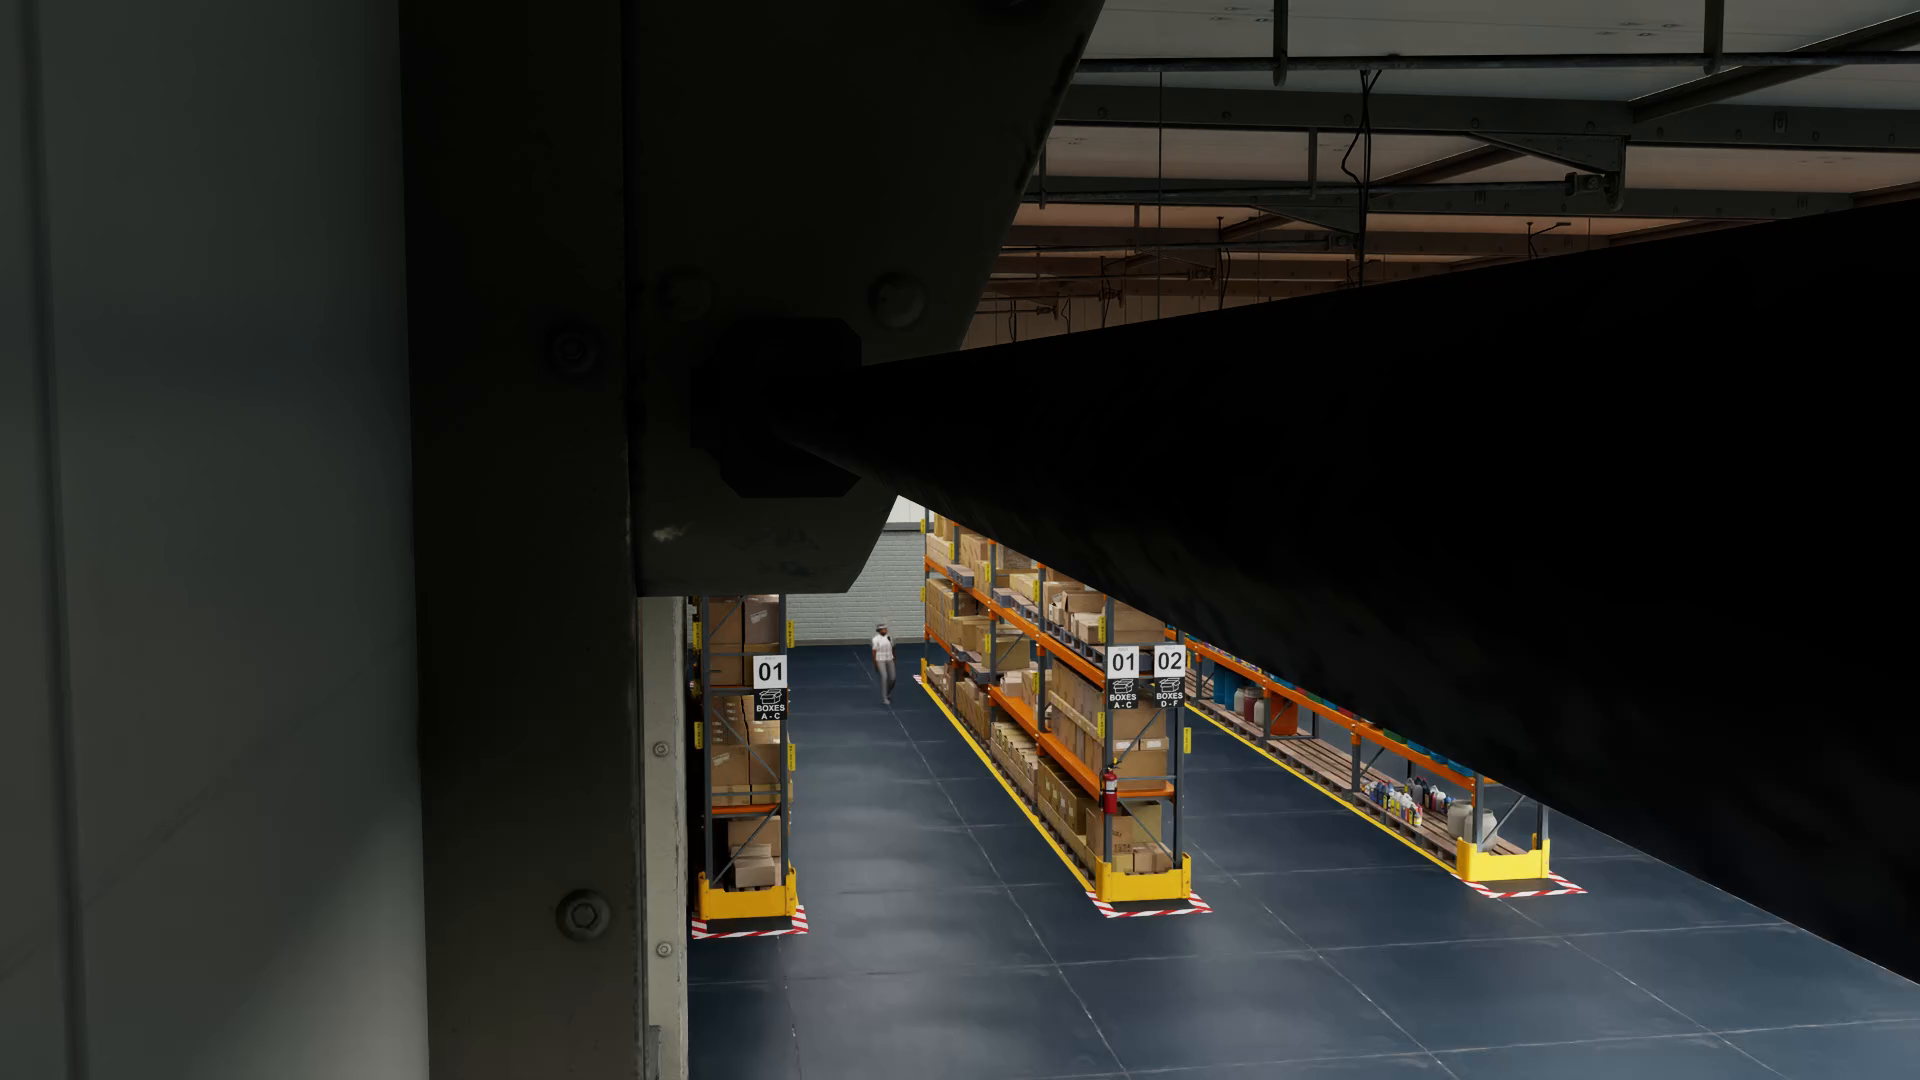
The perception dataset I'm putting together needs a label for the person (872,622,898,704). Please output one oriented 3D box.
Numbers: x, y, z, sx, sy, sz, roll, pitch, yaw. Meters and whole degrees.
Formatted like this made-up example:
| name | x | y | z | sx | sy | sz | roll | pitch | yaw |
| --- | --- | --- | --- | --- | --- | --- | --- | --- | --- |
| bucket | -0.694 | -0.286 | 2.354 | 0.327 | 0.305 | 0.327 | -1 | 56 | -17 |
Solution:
| name | x | y | z | sx | sy | sz | roll | pitch | yaw |
| --- | --- | --- | --- | --- | --- | --- | --- | --- | --- |
| person | -1.516 | 2.526 | 34.250 | 0.496 | 1.654 | 0.644 | -3 | 6 | -27 |
